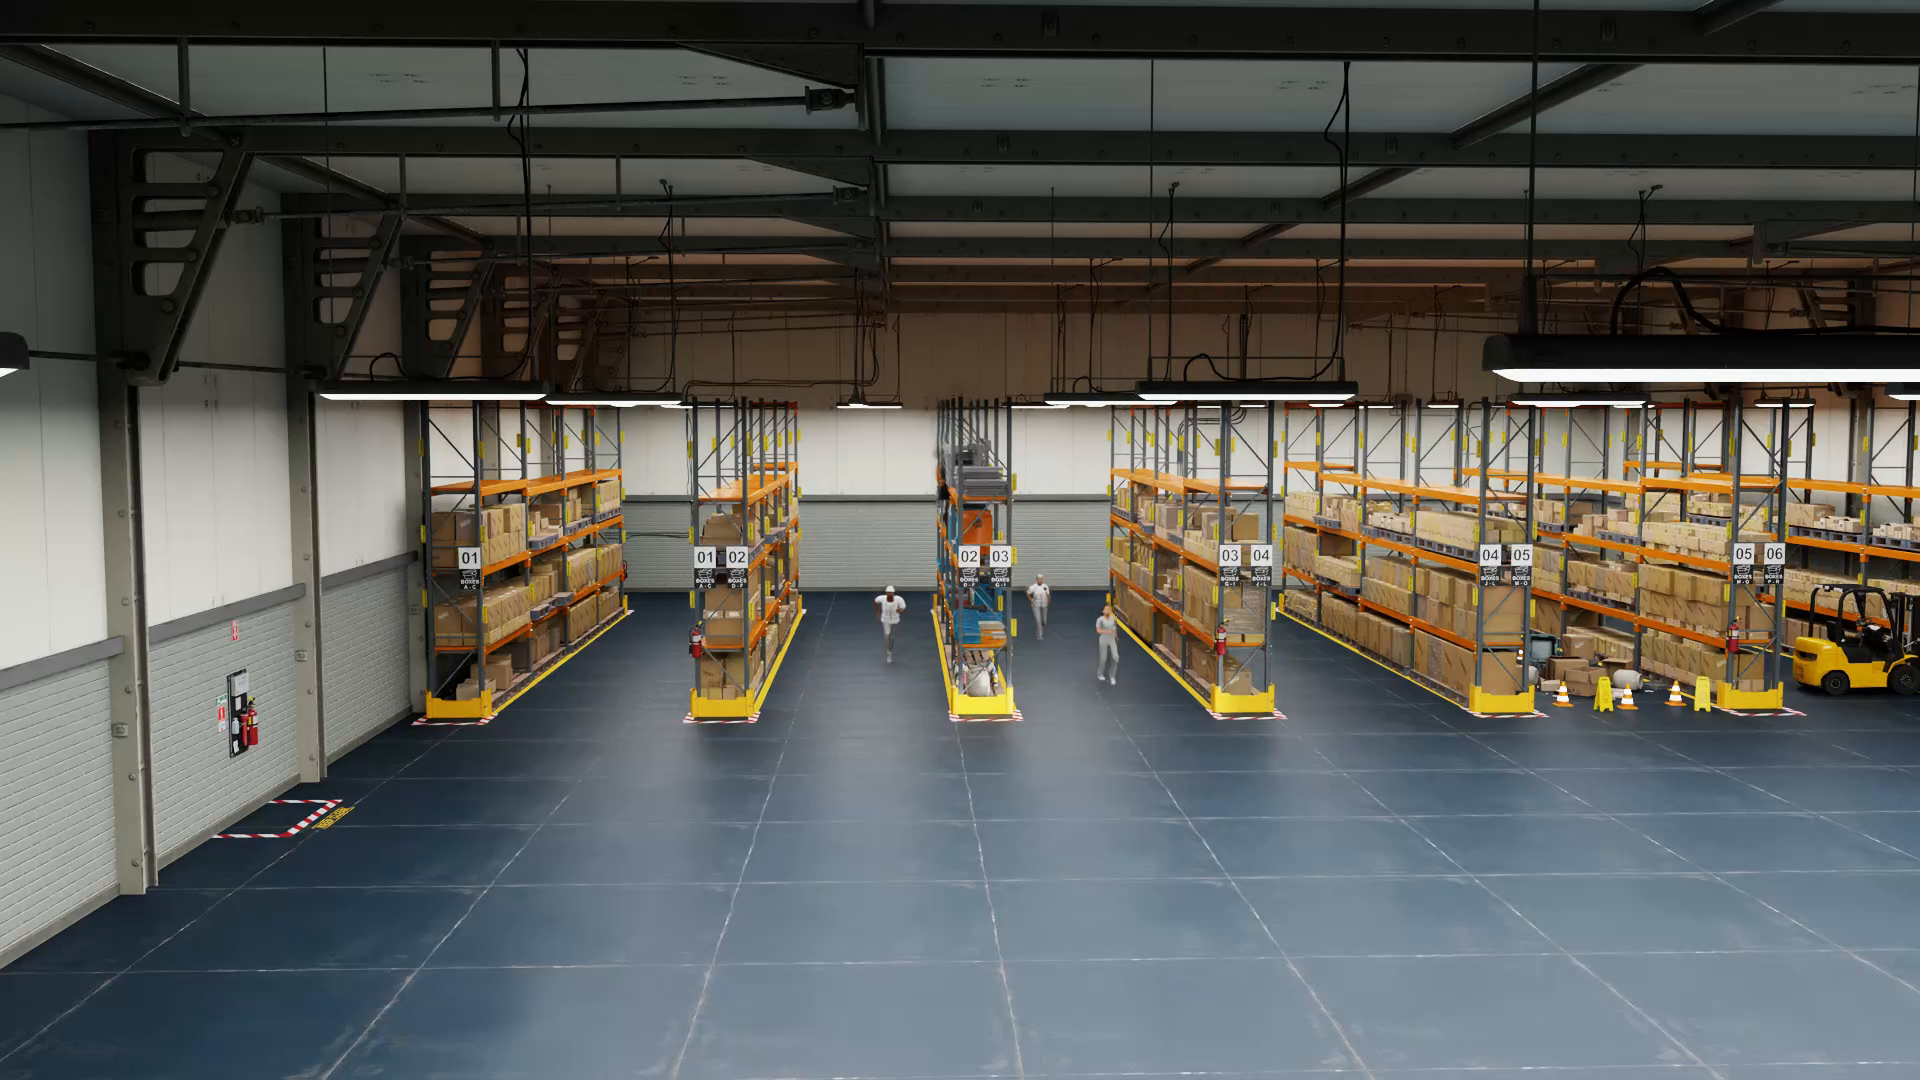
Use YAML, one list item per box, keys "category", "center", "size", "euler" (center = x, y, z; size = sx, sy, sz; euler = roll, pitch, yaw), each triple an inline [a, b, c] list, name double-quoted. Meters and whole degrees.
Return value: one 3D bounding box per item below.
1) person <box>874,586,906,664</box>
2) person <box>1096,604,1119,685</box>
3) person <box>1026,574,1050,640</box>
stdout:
- category: "person"
  center: [-1.608, 1.913, 38.267]
  size: [0.693, 1.777, 0.971]
  euler: [-1, 4, -11]
- category: "person"
  center: [3.101, 2.187, 34.967]
  size: [0.529, 1.700, 0.722]
  euler: [-1, 5, -15]
- category: "person"
  center: [1.993, 1.684, 41.972]
  size: [0.607, 1.644, 0.684]
  euler: [-1, 5, -12]
